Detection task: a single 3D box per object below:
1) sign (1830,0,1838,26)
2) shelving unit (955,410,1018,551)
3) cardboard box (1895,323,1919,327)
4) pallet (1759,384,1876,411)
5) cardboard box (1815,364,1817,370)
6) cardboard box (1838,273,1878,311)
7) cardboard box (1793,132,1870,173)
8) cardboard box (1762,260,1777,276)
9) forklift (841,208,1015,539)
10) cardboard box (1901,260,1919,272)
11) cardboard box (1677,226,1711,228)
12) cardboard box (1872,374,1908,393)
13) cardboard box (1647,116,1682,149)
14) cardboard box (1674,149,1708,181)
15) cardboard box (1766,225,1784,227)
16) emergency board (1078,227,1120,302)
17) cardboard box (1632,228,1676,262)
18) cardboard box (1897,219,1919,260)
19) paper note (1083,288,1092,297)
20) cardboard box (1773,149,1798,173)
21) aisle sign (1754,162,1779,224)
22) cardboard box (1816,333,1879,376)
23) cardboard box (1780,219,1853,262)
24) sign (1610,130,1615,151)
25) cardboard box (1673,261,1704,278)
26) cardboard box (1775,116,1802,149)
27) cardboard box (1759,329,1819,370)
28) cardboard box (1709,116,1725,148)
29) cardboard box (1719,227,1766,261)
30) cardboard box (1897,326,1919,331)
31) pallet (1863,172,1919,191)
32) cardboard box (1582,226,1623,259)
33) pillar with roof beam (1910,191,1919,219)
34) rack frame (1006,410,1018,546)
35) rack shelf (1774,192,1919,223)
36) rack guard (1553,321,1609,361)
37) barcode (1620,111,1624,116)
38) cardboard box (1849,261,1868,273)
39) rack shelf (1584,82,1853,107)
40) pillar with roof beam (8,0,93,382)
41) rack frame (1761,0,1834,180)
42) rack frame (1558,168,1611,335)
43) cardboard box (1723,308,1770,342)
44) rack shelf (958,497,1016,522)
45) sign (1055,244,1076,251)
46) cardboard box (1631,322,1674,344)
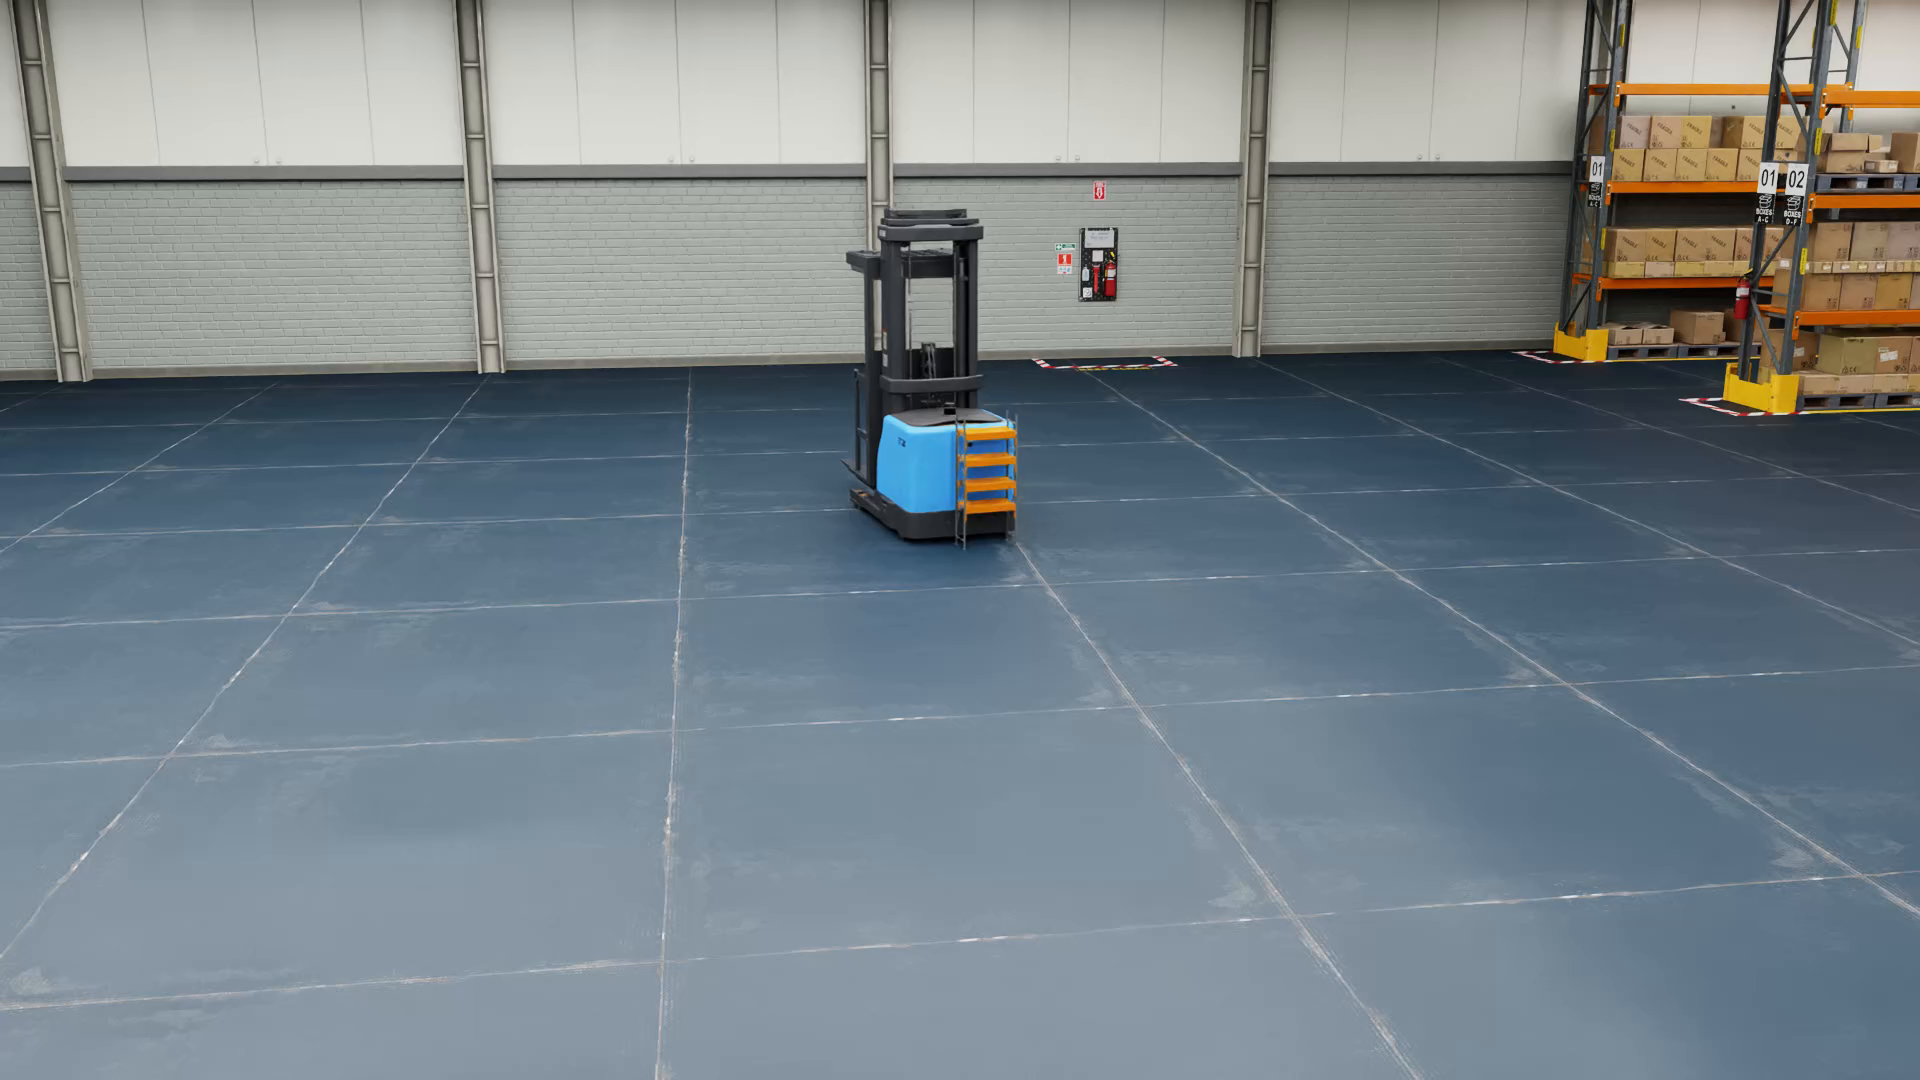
[{"bbox_3d":[10.875,-6.575,20.694,0.005,0.325,0.100,-2,14,-8],"label":"sign"},{"bbox_3d":[0.235,-0.534,14.886,0.503,1.200,0.258,-5,15,-19],"label":"shelving unit"},{"bbox_3d":[15.752,-3.676,27.949,0.500,0.500,0.700,-2,14,-8],"label":"cardboard box"},{"bbox_3d":[11.549,-1.954,22.580,1.213,0.211,1.003,-2,14,-8],"label":"pallet"},{"bbox_3d":[11.778,-2.250,22.818,0.500,0.250,0.500,-2,14,-8],"label":"cardboard box"},{"bbox_3d":[11.781,-3.351,22.213,0.500,0.500,0.700,-2,14,-7],"label":"cardboard box"},{"bbox_3d":[11.368,-5.065,21.723,0.637,0.503,0.797,-1,14,-4],"label":"cardboard box"},{"bbox_3d":[13.095,-4.436,27.011,0.500,0.250,0.500,-2,14,-8],"label":"cardboard box"},{"bbox_3d":[-0.455,-1.743,16.147,1.130,2.935,3.031,-5,15,-18],"label":"forklift"},{"bbox_3d":[12.492,-3.642,22.037,0.250,0.149,0.380,-2,14,-9],"label":"cardboard box"},{"bbox_3d":[11.999,-4.883,27.252,0.500,0.500,0.500,-2,14,-8],"label":"cardboard box"},{"bbox_3d":[12.351,-2.142,22.385,0.500,0.250,0.500,-2,14,-8],"label":"cardboard box"},{"bbox_3d":[10.978,-6.420,26.186,0.500,0.500,0.500,-2,14,-9],"label":"cardboard box"},{"bbox_3d":[11.474,-5.956,26.392,0.500,0.500,0.500,-1,14,-6],"label":"cardboard box"},{"bbox_3d":[13.517,-4.939,27.476,0.500,0.500,0.500,-2,14,-10],"label":"cardboard box"},{"bbox_3d":[2.238,-4.396,26.584,0.643,1.169,0.194,-2,14,-8],"label":"emergency board"},{"bbox_3d":[11.064,-4.721,26.608,0.500,0.500,0.500,-2,14,-8],"label":"cardboard box"},{"bbox_3d":[12.828,-4.019,22.210,0.500,0.500,0.700,-2,14,-8],"label":"cardboard box"},{"bbox_3d":[2.053,-3.979,26.732,0.142,0.148,0.016,-2,14,-8],"label":"paper note"},{"bbox_3d":[13.048,-6.025,26.668,0.500,0.500,0.500,-3,14,-13],"label":"cardboard box"},{"bbox_3d":[10.690,-4.598,22.046,0.004,0.787,0.394,-2,14,-8],"label":"aisle sign"},{"bbox_3d":[11.856,-2.487,22.220,0.500,0.500,0.500,-2,14,-8],"label":"cardboard box"},{"bbox_3d":[11.315,-3.962,21.983,0.500,0.500,0.700,-2,14,-8],"label":"cardboard box"},{"bbox_3d":[10.138,-6.209,25.849,0.005,0.325,0.100,-2,14,-8],"label":"sign"},{"bbox_3d":[11.603,-4.378,26.779,0.500,0.250,0.500,-2,14,-9],"label":"cardboard box"},{"bbox_3d":[13.014,-6.497,26.495,0.500,0.500,0.500,-1,14,-5],"label":"cardboard box"},{"bbox_3d":[11.285,-2.594,22.645,0.500,0.500,0.500,-2,14,-8],"label":"cardboard box"},{"bbox_3d":[11.972,-6.588,26.857,0.500,0.500,0.500,-2,14,-8],"label":"cardboard box"},{"bbox_3d":[12.599,-4.779,26.838,0.500,0.500,0.500,-3,14,-10],"label":"cardboard box"},{"bbox_3d":[13.260,-2.670,22.949,0.500,0.500,0.500,-2,14,-8],"label":"cardboard box"},{"bbox_3d":[12.711,-4.745,21.993,1.213,0.211,1.003,-2,14,-8],"label":"pallet"},{"bbox_3d":[10.492,-4.829,27.037,0.500,0.500,0.500,-2,14,-9],"label":"cardboard box"},{"bbox_3d":[17.195,-6.786,23.780,0.400,9.000,9.100,-2,14,-8],"label":"pillar with roof beam"},{"bbox_3d":[0.465,-0.554,14.965,0.015,1.200,0.240,-5,15,-19],"label":"rack frame"},{"bbox_3d":[12.777,-4.447,22.101,4.000,0.370,1.077,-2,14,-8],"label":"rack shelf"},{"bbox_3d":[10.132,-3.251,27.156,0.348,0.500,1.175,-2,14,-8],"label":"rack guard"},{"bbox_3d":[10.685,-6.886,26.851,0.075,0.075,0.001,-2,14,-8],"label":"barcode"},{"bbox_3d":[11.727,-3.613,21.924,0.250,0.149,0.380,-2,14,-8],"label":"cardboard box"},{"bbox_3d":[12.035,-7.092,26.488,4.000,0.370,1.077,-2,14,-8],"label":"rack shelf"},{"bbox_3d":[-12.470,-5.698,19.444,0.400,9.000,9.100,-2,14,-8],"label":"pillar with roof beam"},{"bbox_3d":[10.799,-6.179,21.360,0.127,3.000,1.000,-2,14,-8],"label":"rack frame"},{"bbox_3d":[10.057,-4.460,26.841,0.127,3.000,1.000,-2,14,-8],"label":"rack frame"},{"bbox_3d":[12.992,-3.559,27.481,0.500,0.500,0.500,-3,14,-13],"label":"cardboard box"},{"bbox_3d":[0.235,-0.276,14.951,0.480,0.148,0.258,-5,15,-19],"label":"rack shelf"},{"bbox_3d":[1.682,-4.673,26.526,0.331,0.109,0.001,-2,14,-8],"label":"sign"},{"bbox_3d":[11.319,-3.394,27.210,0.500,0.311,0.500,-1,14,-4],"label":"cardboard box"}]
